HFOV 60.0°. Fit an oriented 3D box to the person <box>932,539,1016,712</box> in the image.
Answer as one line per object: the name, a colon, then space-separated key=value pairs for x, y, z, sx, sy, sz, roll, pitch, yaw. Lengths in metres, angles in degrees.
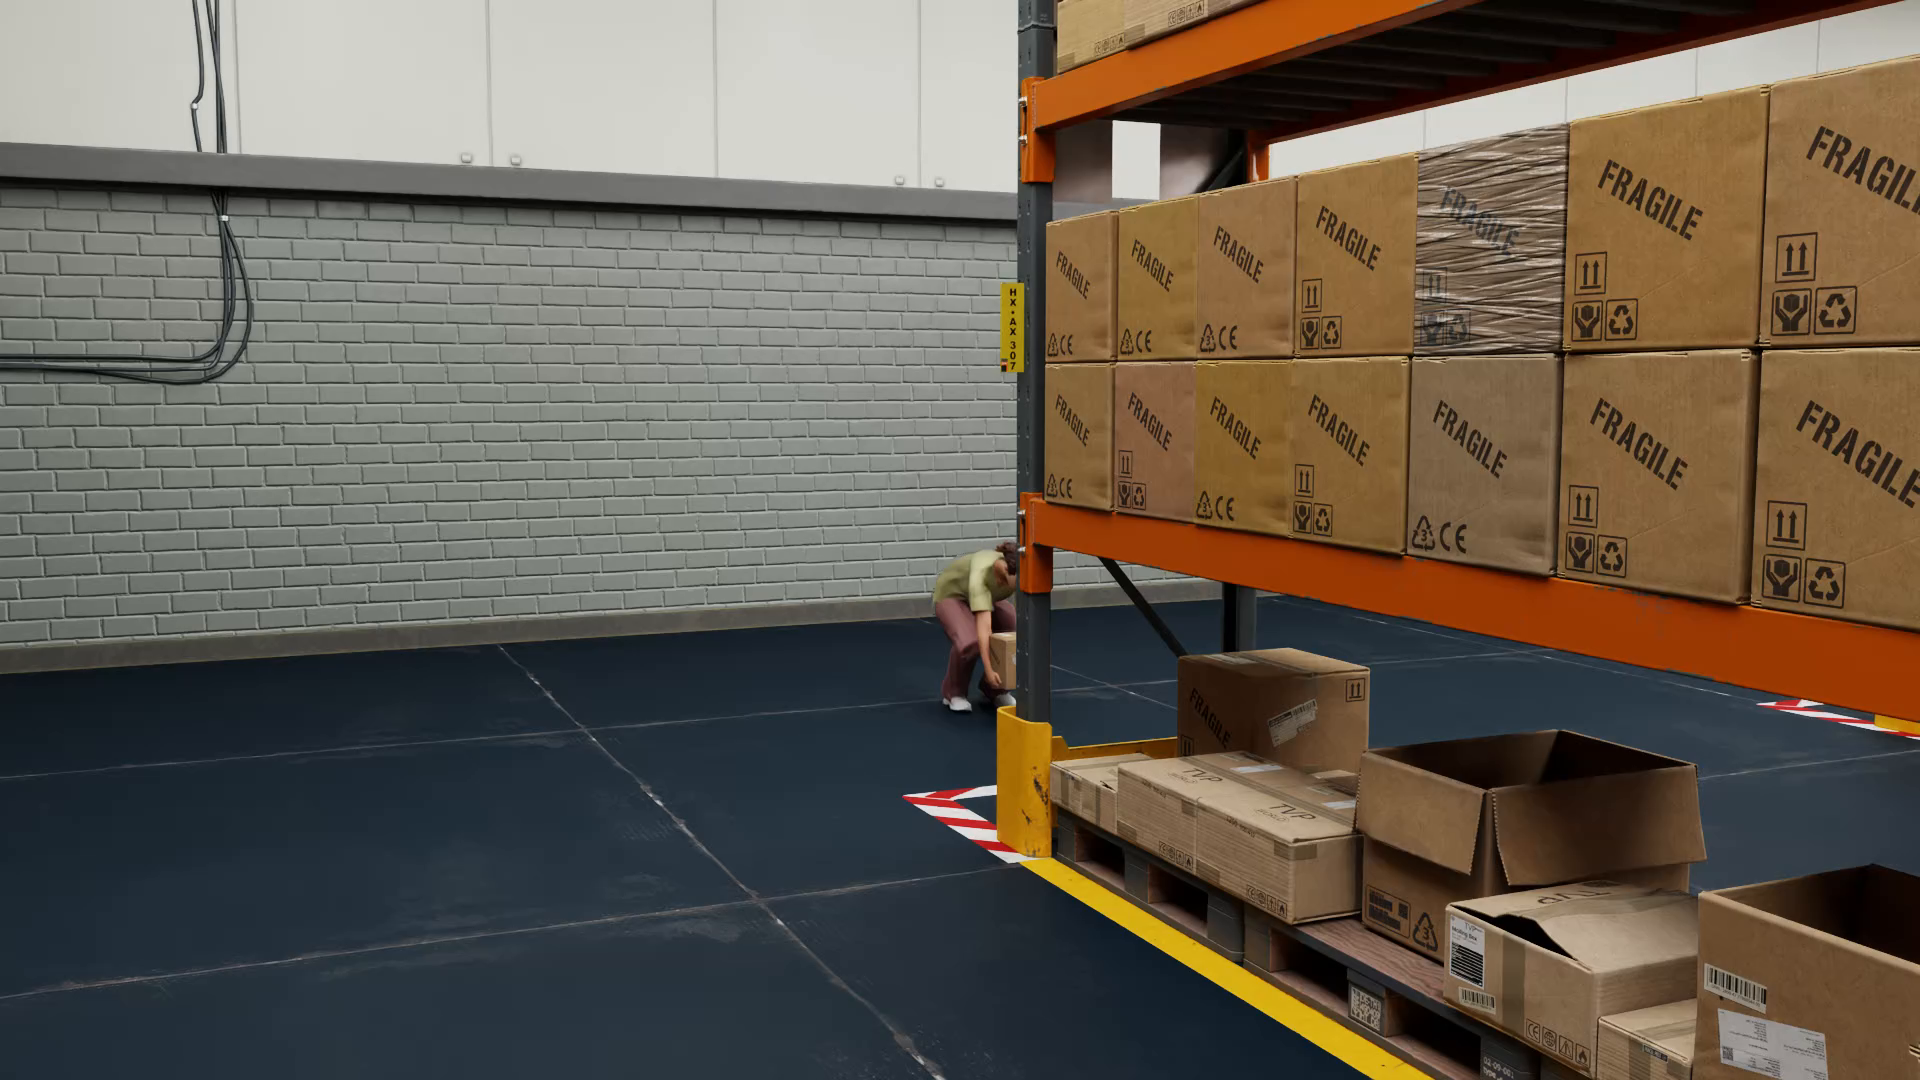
person: x=0.159 y=0.493 z=8.736 sx=0.469 sy=0.836 sz=0.839 roll=-3 pitch=6 yaw=-26
